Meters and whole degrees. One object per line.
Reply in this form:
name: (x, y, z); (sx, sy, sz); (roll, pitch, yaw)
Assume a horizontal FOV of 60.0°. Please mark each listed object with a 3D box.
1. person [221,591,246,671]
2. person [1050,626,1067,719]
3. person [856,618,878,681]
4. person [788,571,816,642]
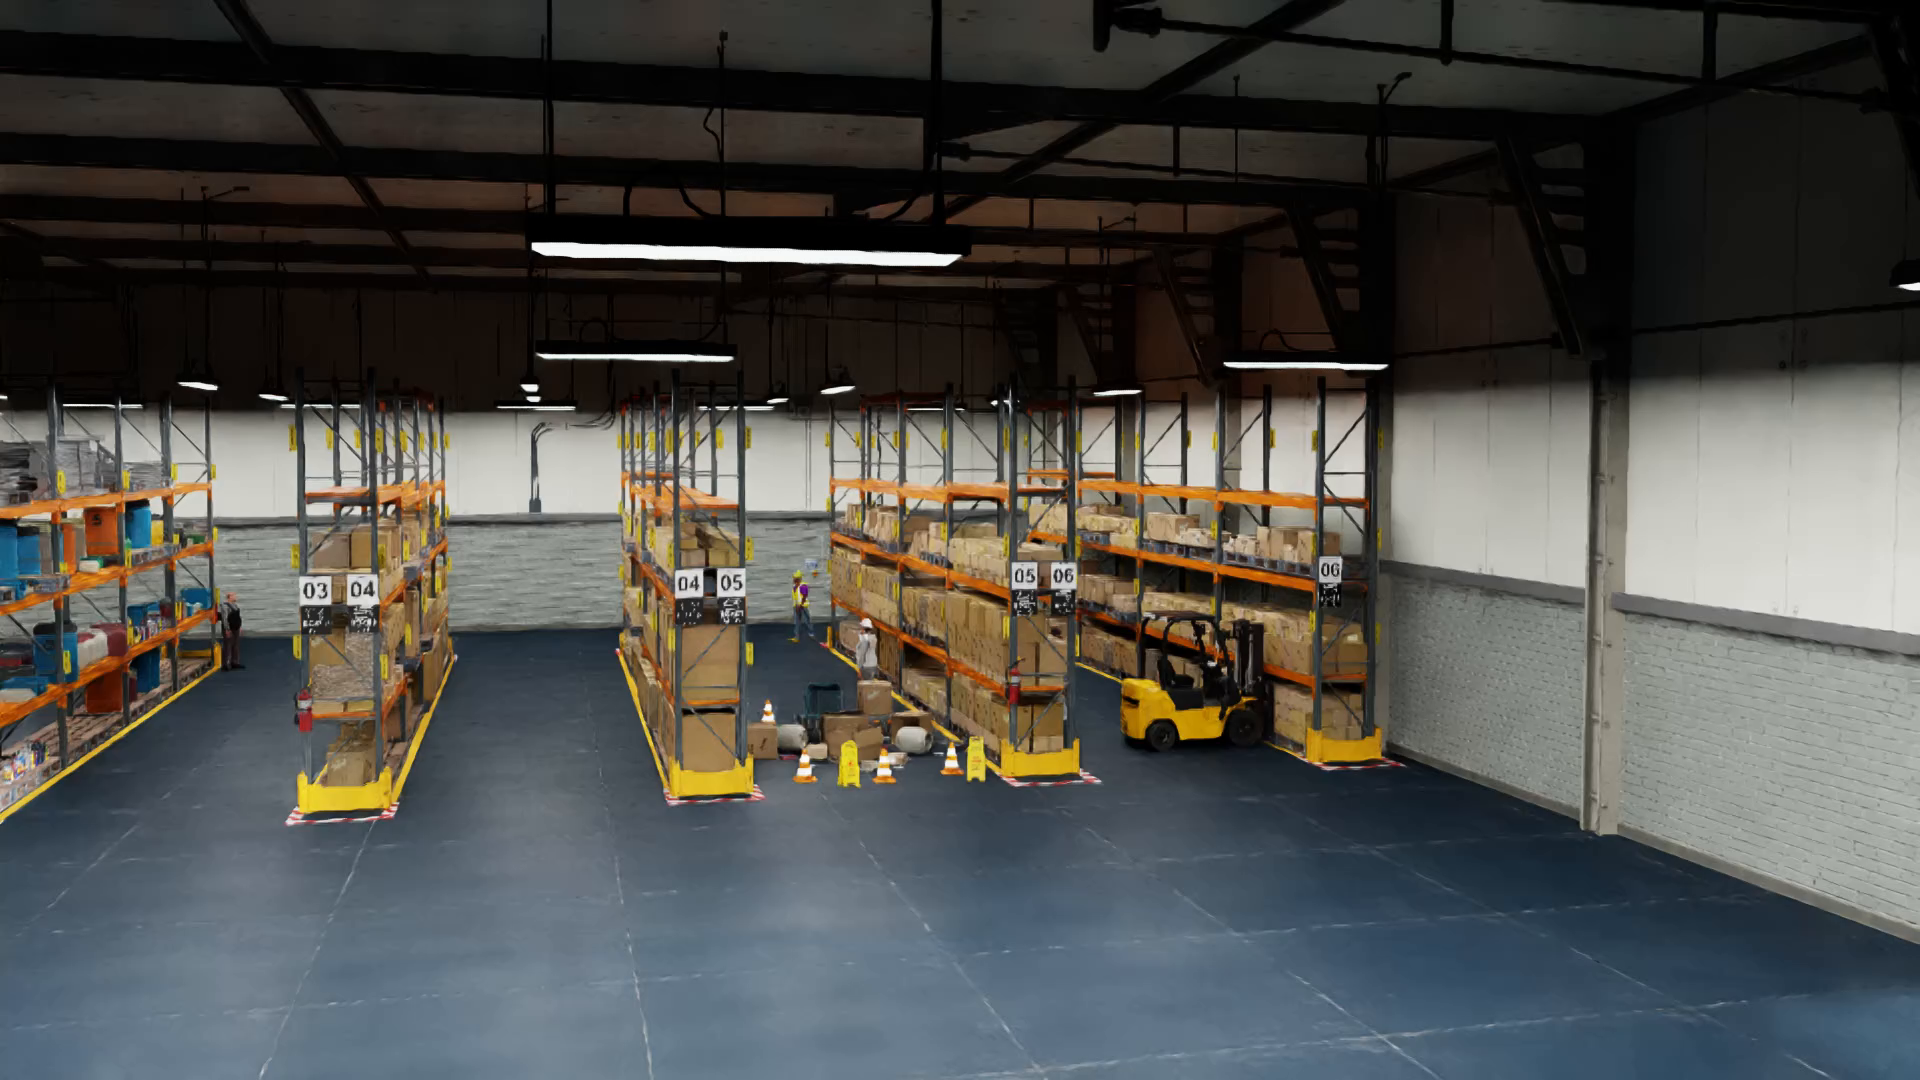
person: (-15.879, 2.014, 36.241); (0.401, 1.624, 0.598); (0, 3, 4)
person: (1.682, 2.370, 29.842); (0.565, 1.668, 0.563); (1, 4, 18)
person: (-1.724, 2.300, 30.211); (0.586, 1.768, 0.640); (1, 3, 12)
person: (-3.954, 1.657, 41.500); (0.707, 1.763, 0.583); (-3, 5, -42)
